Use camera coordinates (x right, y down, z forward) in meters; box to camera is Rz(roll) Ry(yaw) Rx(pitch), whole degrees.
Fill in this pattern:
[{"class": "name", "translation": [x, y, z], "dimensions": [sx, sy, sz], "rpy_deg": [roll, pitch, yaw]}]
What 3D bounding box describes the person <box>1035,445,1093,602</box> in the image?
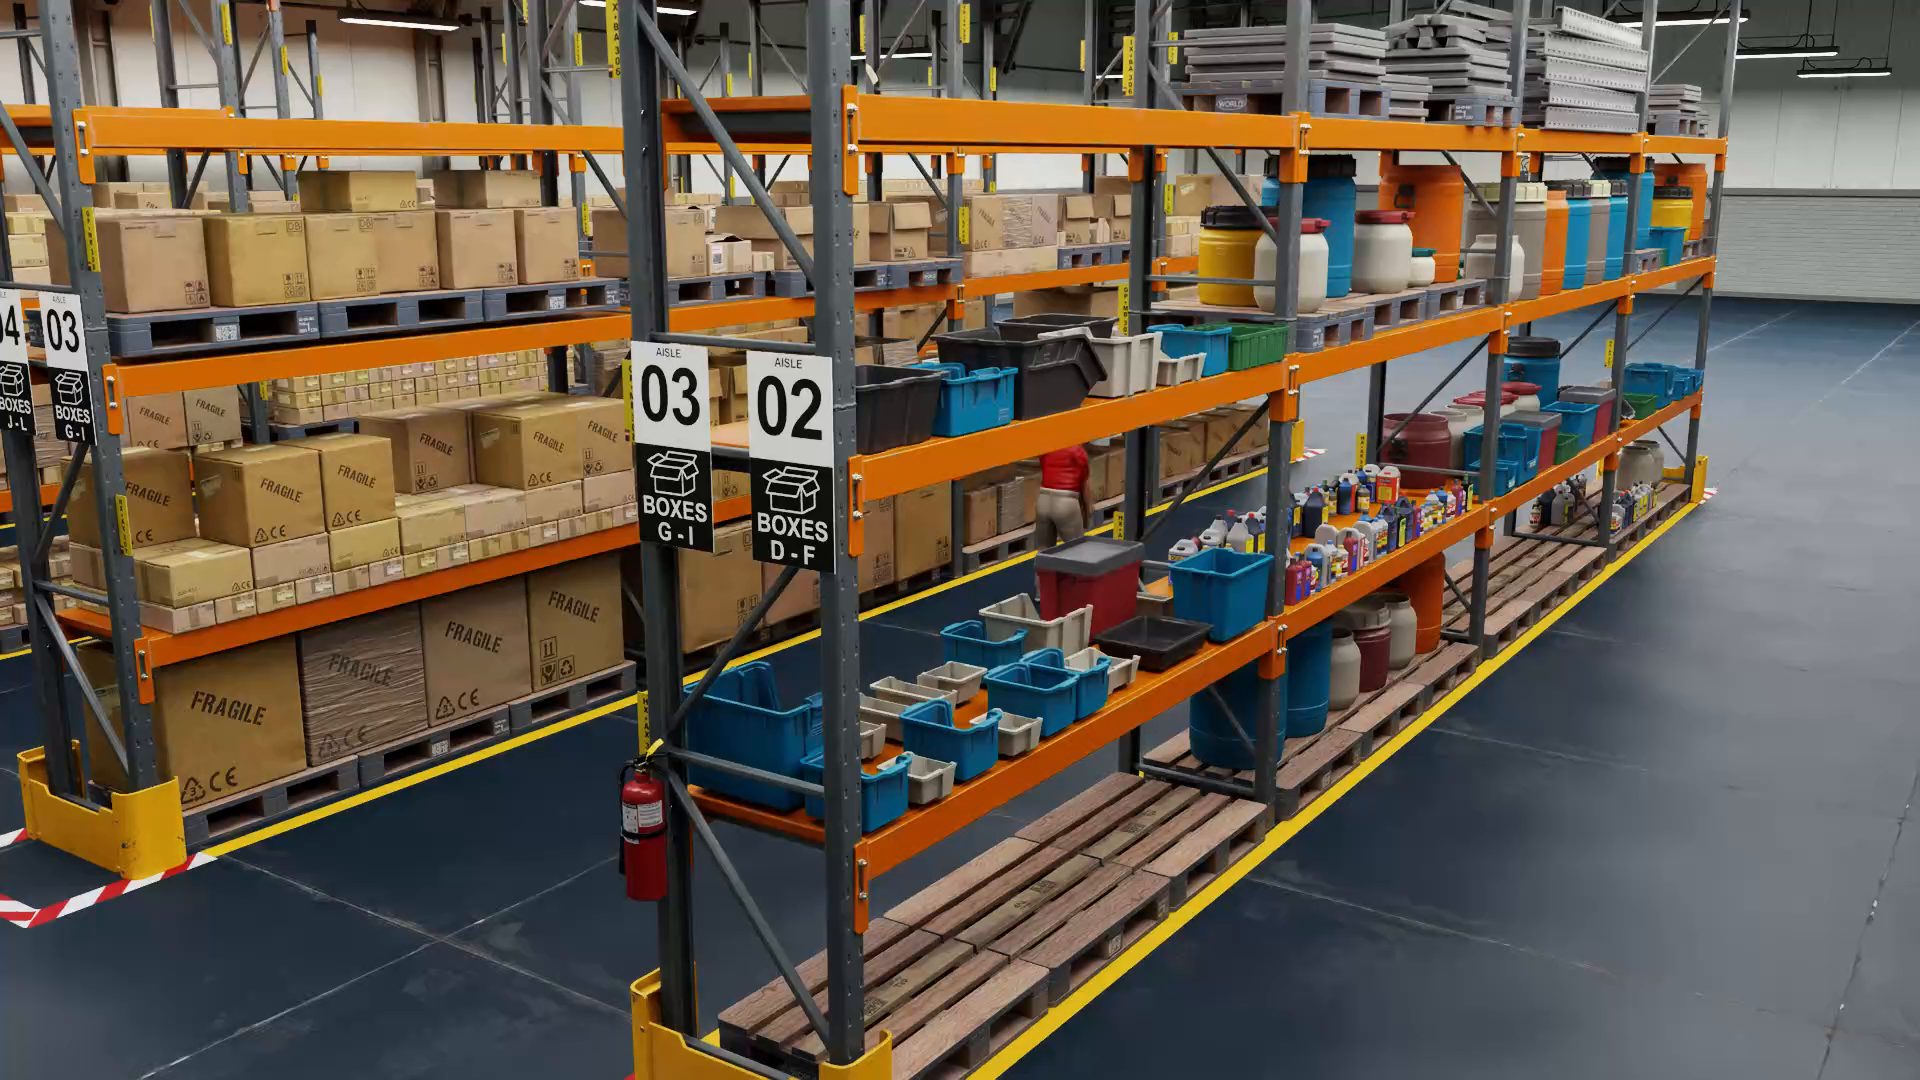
[{"class": "person", "translation": [0.916, -0.283, 14.834], "dimensions": [0.478, 1.702, 0.579], "rpy_deg": [8, 15, 32]}]
